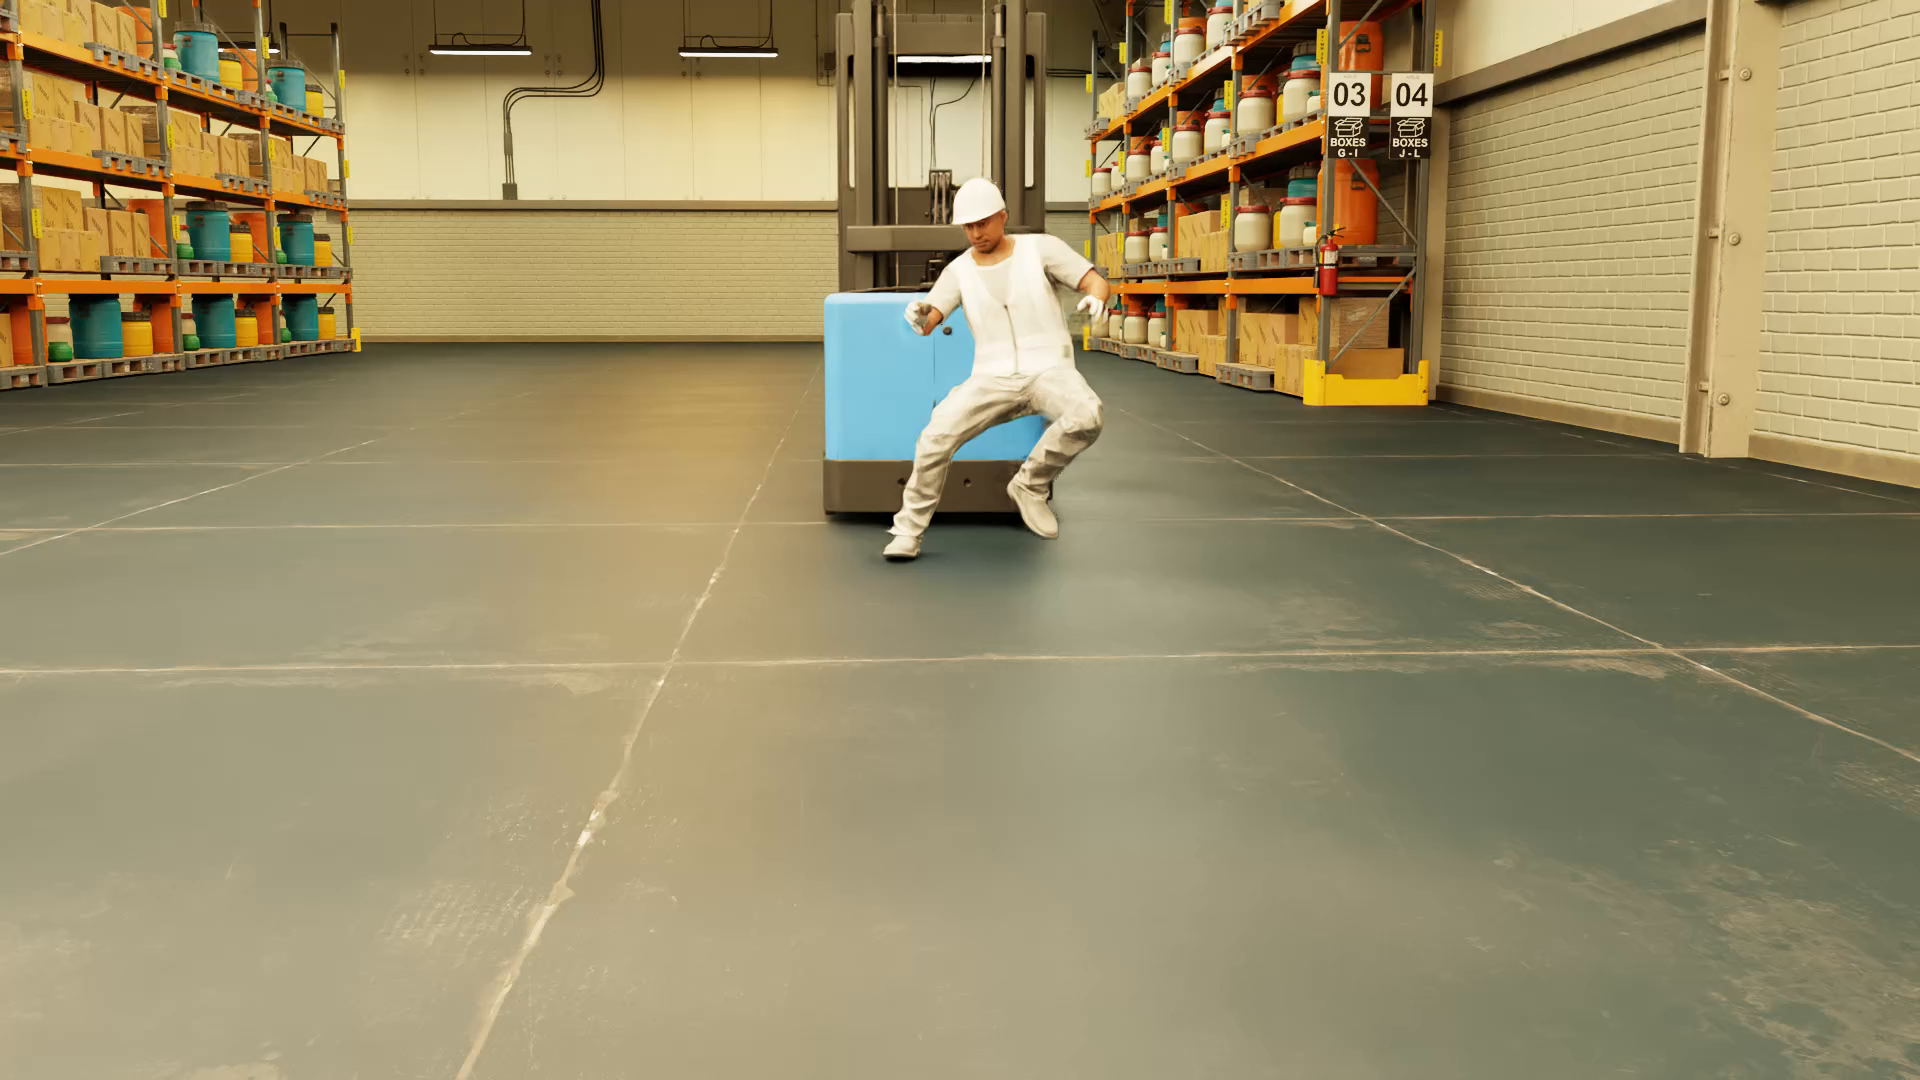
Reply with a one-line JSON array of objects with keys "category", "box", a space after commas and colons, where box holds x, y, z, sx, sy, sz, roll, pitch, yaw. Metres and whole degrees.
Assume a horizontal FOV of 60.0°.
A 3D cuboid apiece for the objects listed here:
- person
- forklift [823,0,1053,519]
[{"category": "person", "box": [0.150, -0.678, 6.660, 0.911, 1.540, 0.832, 2, 9, 11]}, {"category": "forklift", "box": [-0.093, -1.729, 8.977, 1.130, 2.935, 3.031, 0, 8, 1]}]
